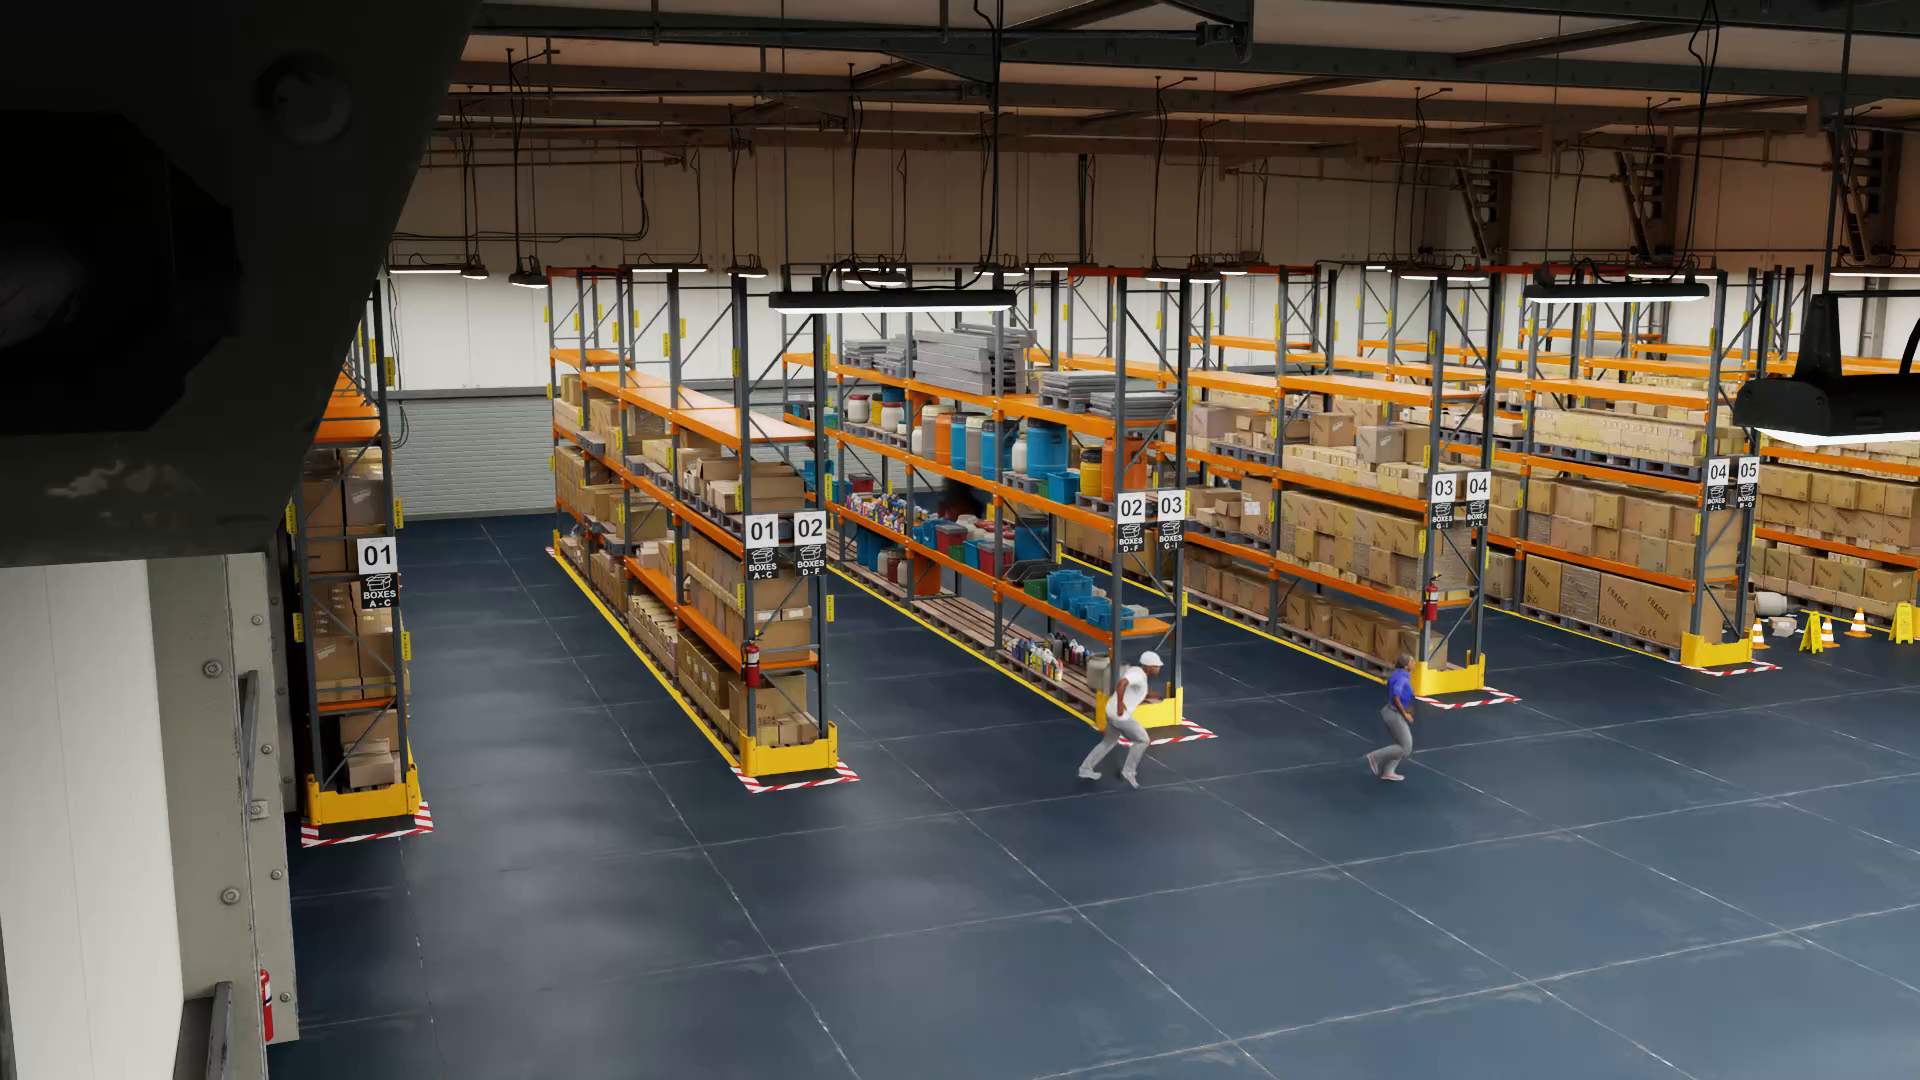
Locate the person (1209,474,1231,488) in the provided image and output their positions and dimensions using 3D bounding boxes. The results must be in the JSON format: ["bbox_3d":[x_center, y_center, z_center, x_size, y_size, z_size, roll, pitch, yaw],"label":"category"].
[{"bbox_3d":[6.605,-2.002,42.782,0.991,1.769,0.663,-9,13,-42],"label":"person"}]

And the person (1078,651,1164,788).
[{"bbox_3d":[1.915,2.152,19.728,0.991,1.689,0.746,0,10,1],"label":"person"}]

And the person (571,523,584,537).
[{"bbox_3d":[-8.056,-0.709,36.104,0.829,1.585,0.587,-2,10,-10],"label":"person"}]

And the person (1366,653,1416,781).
[{"bbox_3d":[5.195,2.124,19.957,0.599,1.581,0.572,1,10,4],"label":"person"}]
